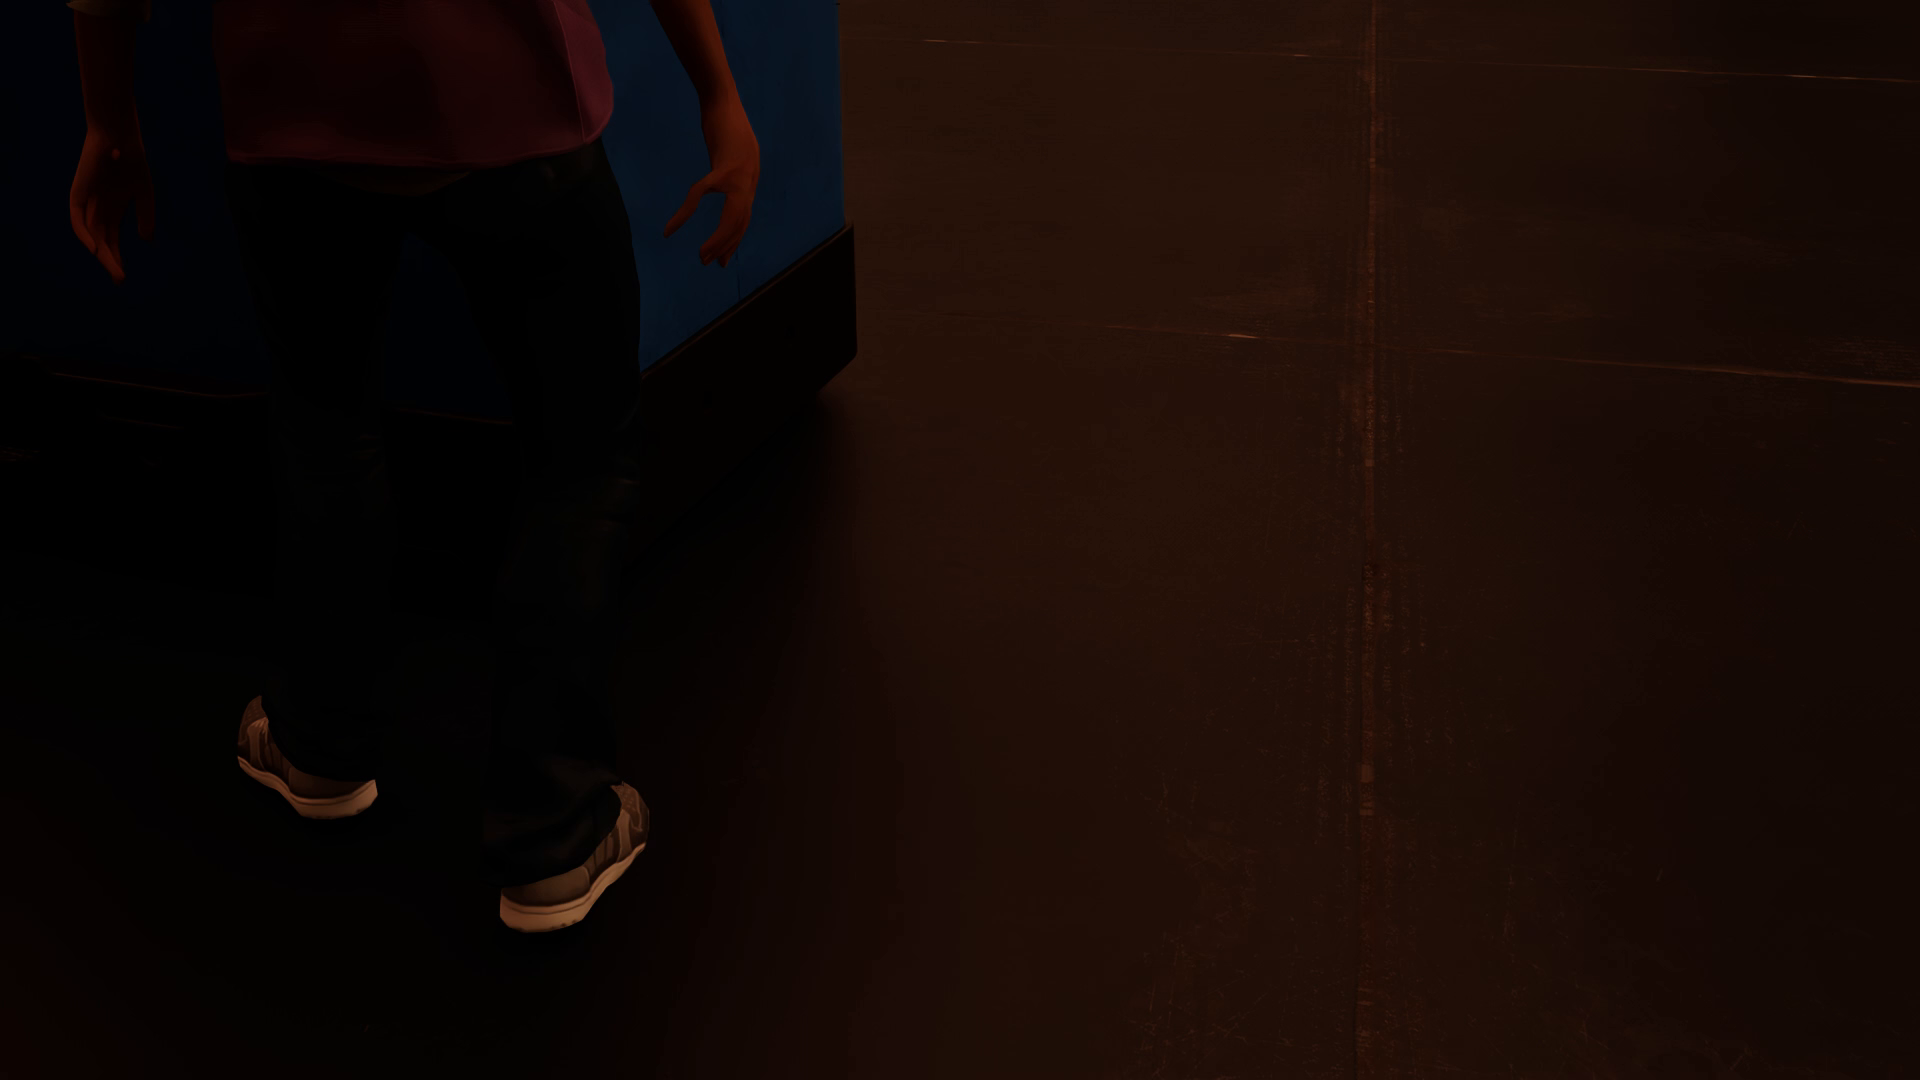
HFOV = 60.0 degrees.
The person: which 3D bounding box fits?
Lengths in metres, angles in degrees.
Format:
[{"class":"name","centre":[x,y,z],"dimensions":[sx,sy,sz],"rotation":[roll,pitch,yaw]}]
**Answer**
[{"class":"person","centre":[-0.521,-0.363,1.523],"dimensions":[0.740,1.564,0.401],"rotation":[6,27,11]}]

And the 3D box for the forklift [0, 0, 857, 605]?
[{"class":"forklift","centre":[-1.761,-1.602,2.422],"dimensions":[3.031,2.935,1.130],"rotation":[8,28,16]}]
